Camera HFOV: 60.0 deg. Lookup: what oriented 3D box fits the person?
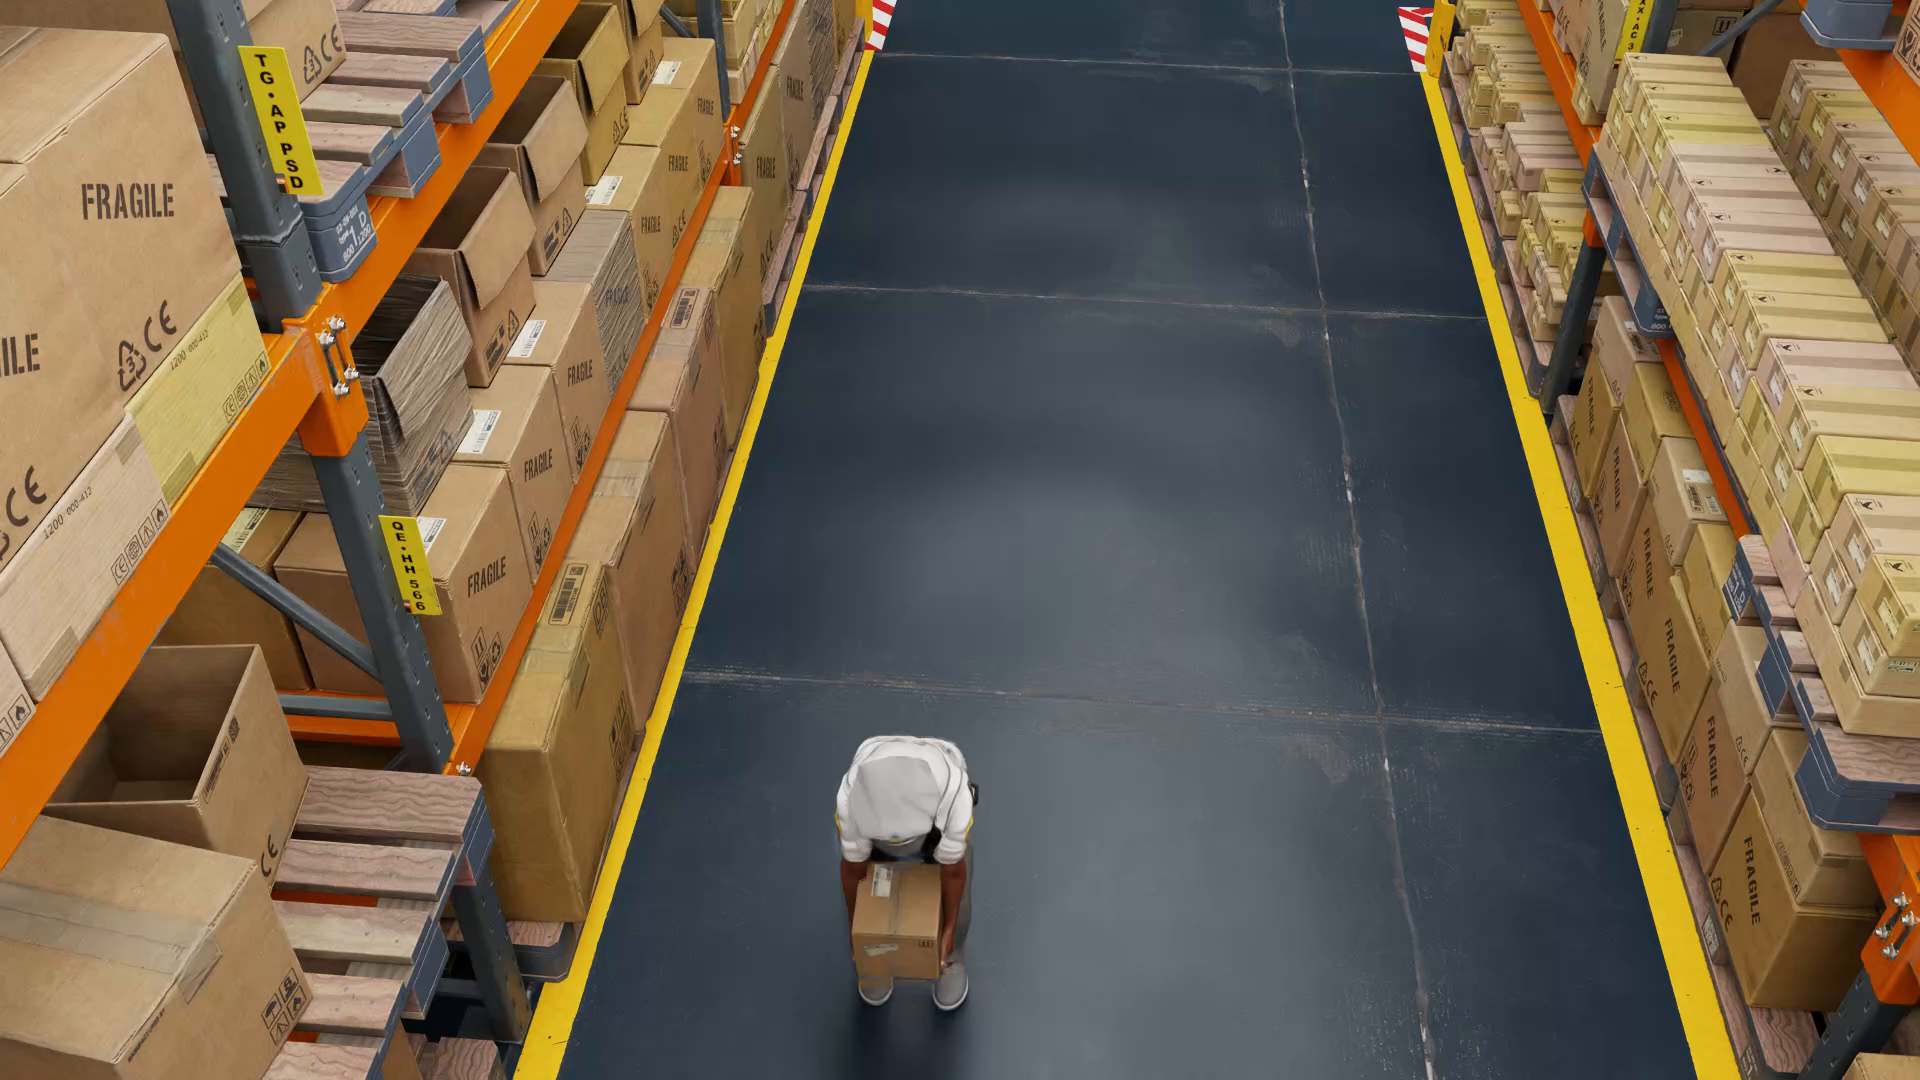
[{"bbox_3d":[-0.163,1.036,5.094,0.412,1.466,0.779,2,40,3],"label":"person"}]
